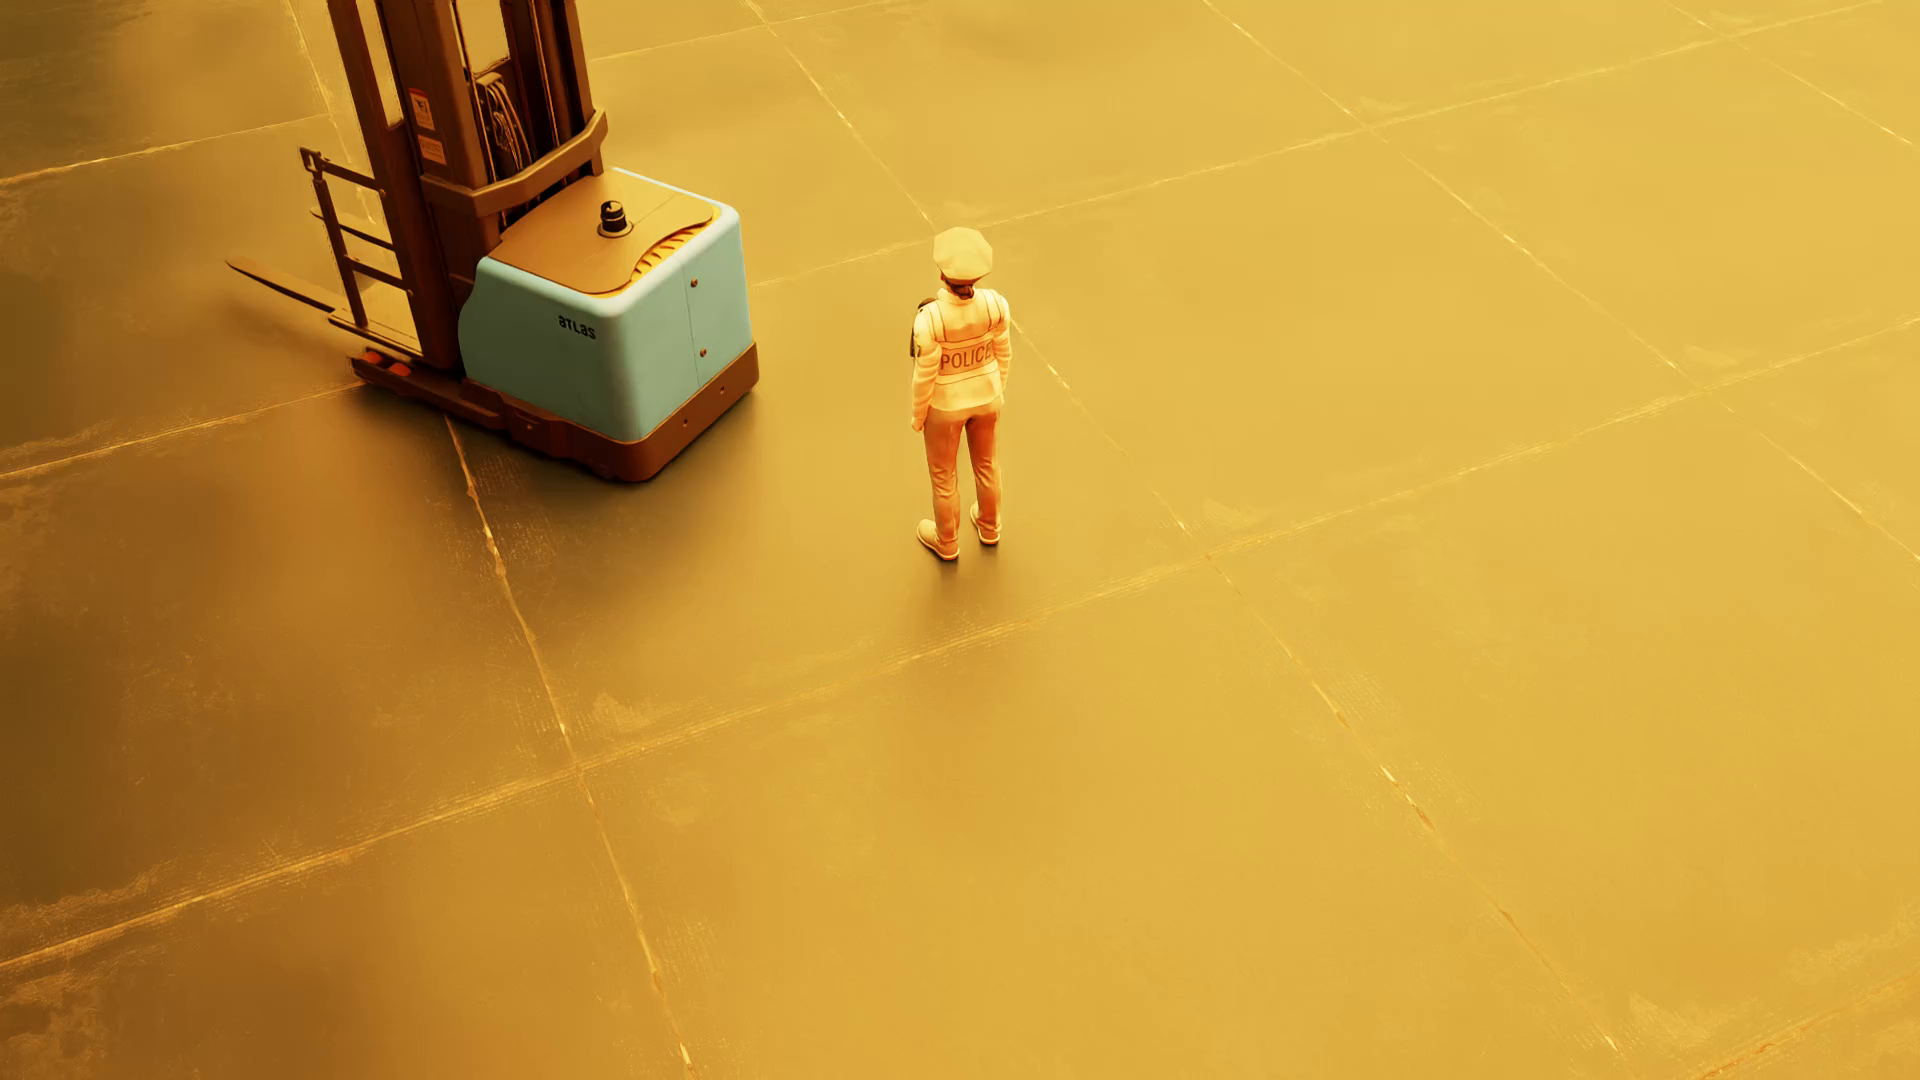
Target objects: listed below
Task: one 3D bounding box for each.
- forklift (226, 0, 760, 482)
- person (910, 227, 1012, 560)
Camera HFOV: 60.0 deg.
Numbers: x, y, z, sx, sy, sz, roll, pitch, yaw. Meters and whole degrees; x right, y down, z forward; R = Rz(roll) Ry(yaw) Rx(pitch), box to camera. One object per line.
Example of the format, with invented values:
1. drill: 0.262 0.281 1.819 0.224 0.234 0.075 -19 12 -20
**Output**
1. forklift: -2.570 -2.108 7.939 3.031 2.935 1.130 22 47 22
2. person: -0.005 -0.615 7.251 0.461 1.694 0.353 -18 46 -18
